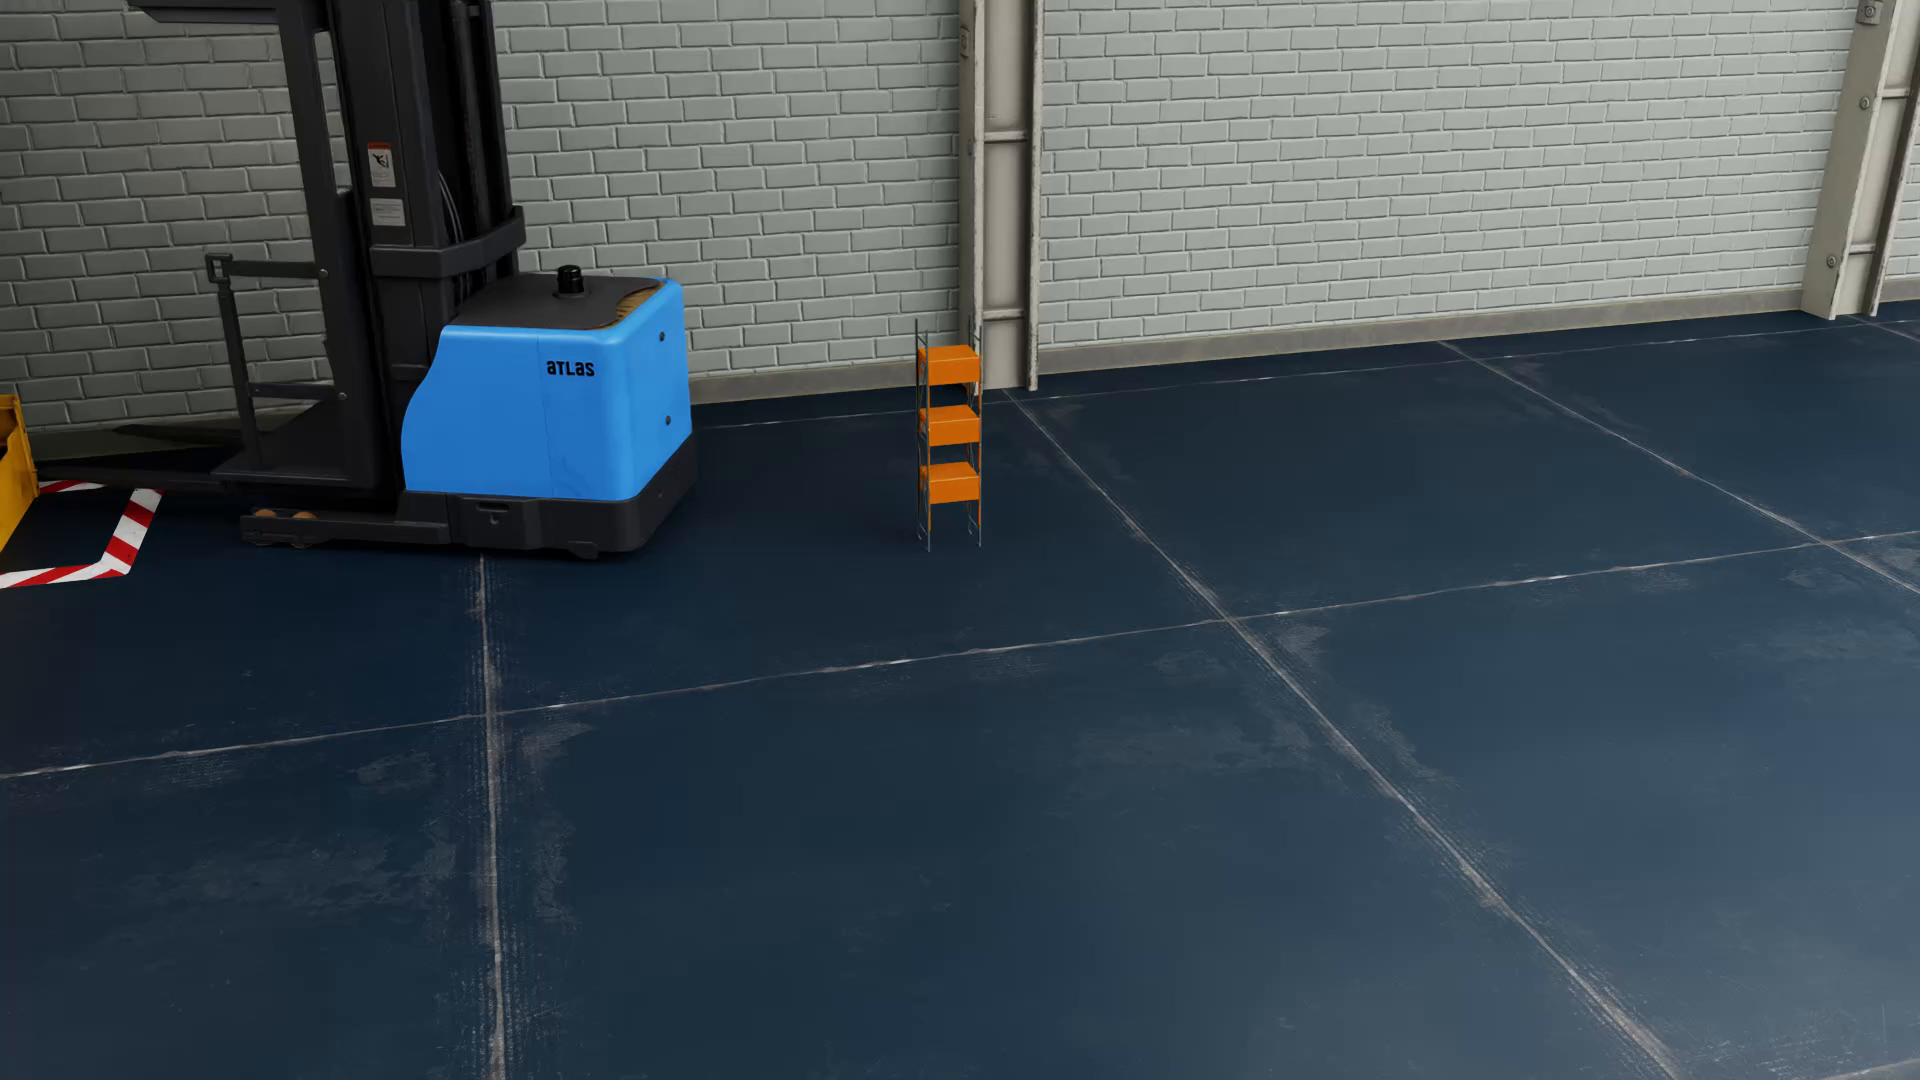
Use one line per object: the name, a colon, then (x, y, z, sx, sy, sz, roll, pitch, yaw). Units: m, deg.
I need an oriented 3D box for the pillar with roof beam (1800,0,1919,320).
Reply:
pillar with roof beam: (7.166, -4.064, 5.809, 0.400, 9.000, 9.100, -6, 24, -14)

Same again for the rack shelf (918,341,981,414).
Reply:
rack shelf: (-0.052, -0.728, 7.422, 0.240, 0.259, 0.215, -6, 24, -14)

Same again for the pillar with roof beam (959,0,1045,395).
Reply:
pillar with roof beam: (1.389, -3.425, 4.319, 0.400, 9.000, 9.100, -6, 24, -14)

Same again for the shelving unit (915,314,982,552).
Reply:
shelving unit: (-0.052, -0.477, 7.530, 0.252, 1.050, 0.215, -6, 24, -14)

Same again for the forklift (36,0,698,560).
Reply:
forklift: (-2.868, -1.509, 7.550, 3.031, 2.935, 1.130, 3, 23, 7)

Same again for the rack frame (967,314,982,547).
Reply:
rack frame: (0.066, -0.490, 7.560, 0.008, 1.050, 0.200, -6, 24, -14)

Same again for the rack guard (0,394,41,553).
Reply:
rack guard: (-4.614, -0.249, 7.696, 0.348, 0.500, 1.175, -6, 24, -14)

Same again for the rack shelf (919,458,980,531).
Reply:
rack shelf: (-0.052, -0.212, 7.643, 0.240, 0.259, 0.215, -6, 24, -14)

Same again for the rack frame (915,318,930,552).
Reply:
rack frame: (-0.169, -0.464, 7.499, 0.008, 1.050, 0.200, -6, 24, -14)

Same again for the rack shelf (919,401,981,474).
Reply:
rack shelf: (-0.052, -0.467, 7.534, 0.240, 0.259, 0.215, -6, 24, -14)
